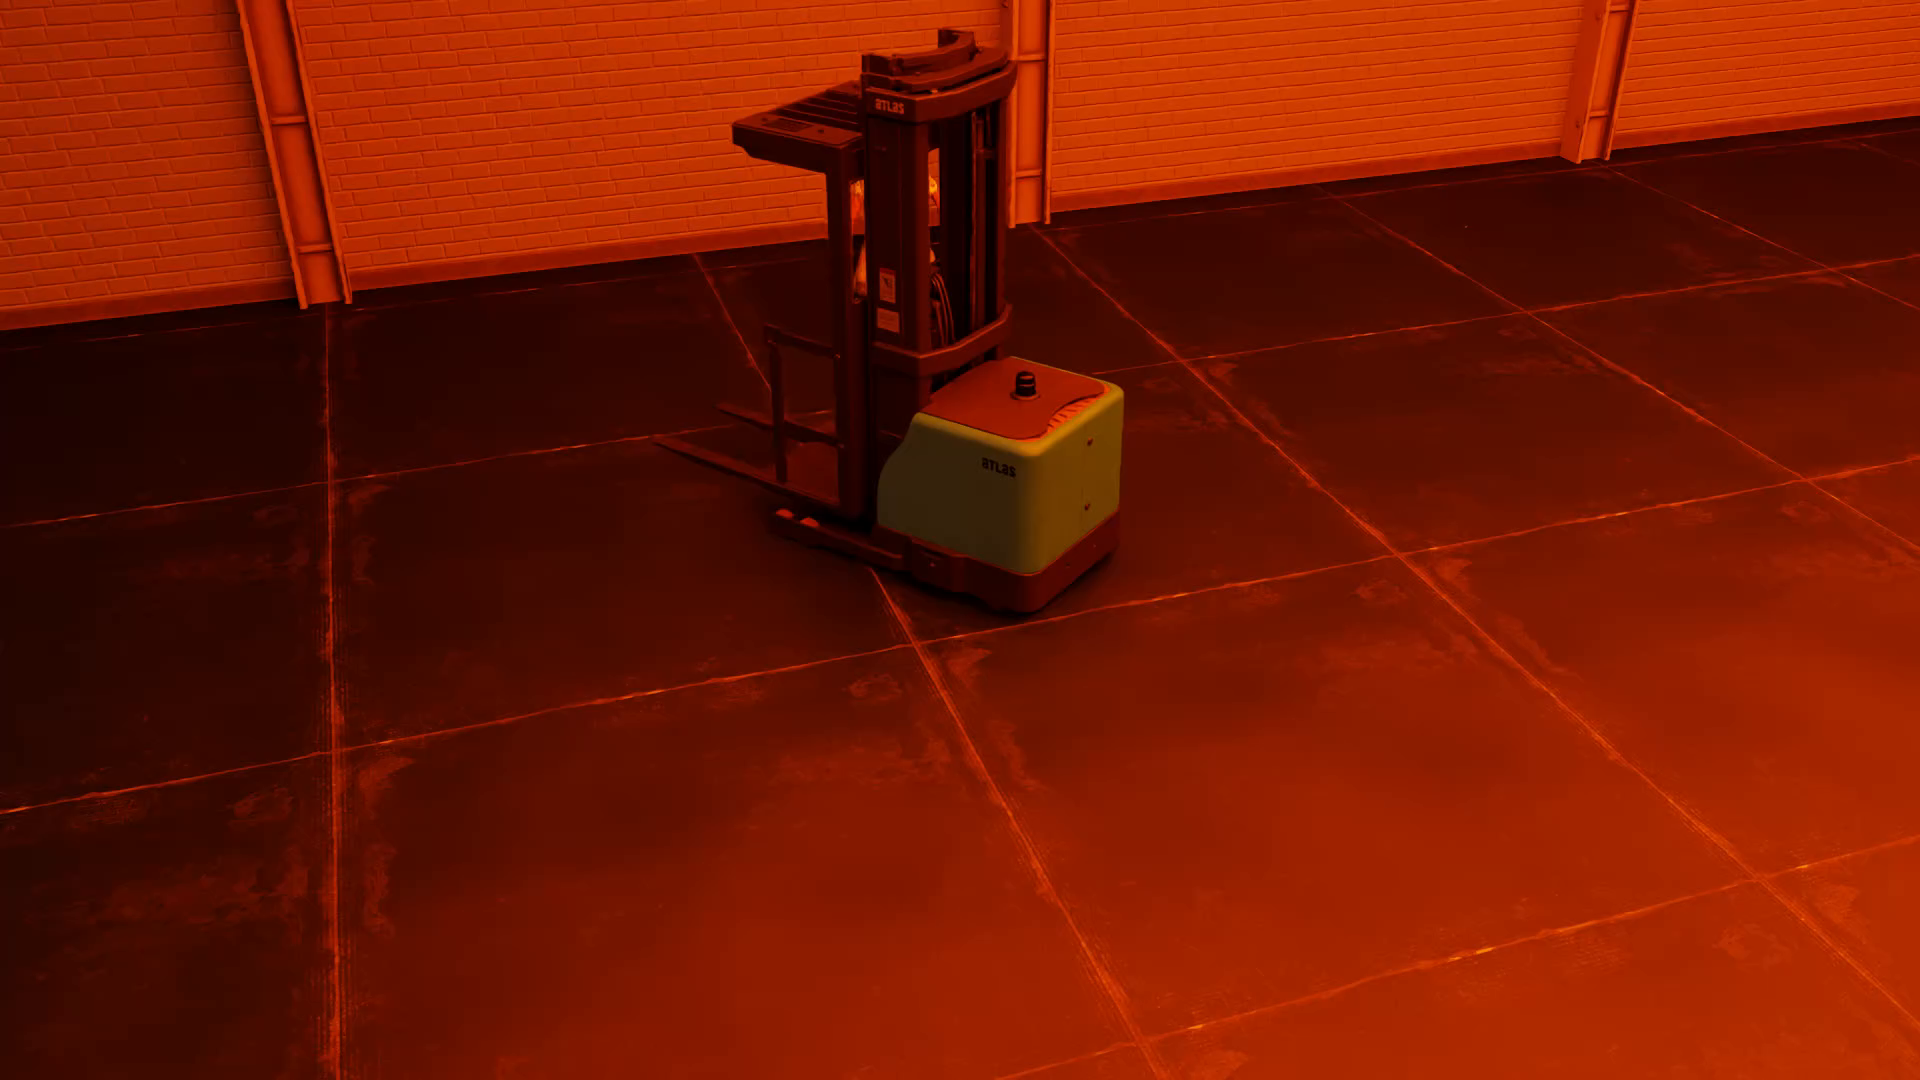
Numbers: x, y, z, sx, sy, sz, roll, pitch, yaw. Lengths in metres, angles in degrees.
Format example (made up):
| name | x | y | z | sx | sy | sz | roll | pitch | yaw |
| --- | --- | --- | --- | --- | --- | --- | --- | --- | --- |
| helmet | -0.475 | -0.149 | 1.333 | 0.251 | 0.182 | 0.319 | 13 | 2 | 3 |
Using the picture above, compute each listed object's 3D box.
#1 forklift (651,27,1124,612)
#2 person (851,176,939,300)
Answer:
| name | x | y | z | sx | sy | sz | roll | pitch | yaw |
| --- | --- | --- | --- | --- | --- | --- | --- | --- | --- |
| forklift | -0.559 | -1.432 | 9.575 | 3.031 | 2.935 | 1.130 | 19 | 35 | 29 |
| person | -0.461 | -2.345 | 12.593 | 0.886 | 1.552 | 0.649 | -5 | 30 | -9 |
